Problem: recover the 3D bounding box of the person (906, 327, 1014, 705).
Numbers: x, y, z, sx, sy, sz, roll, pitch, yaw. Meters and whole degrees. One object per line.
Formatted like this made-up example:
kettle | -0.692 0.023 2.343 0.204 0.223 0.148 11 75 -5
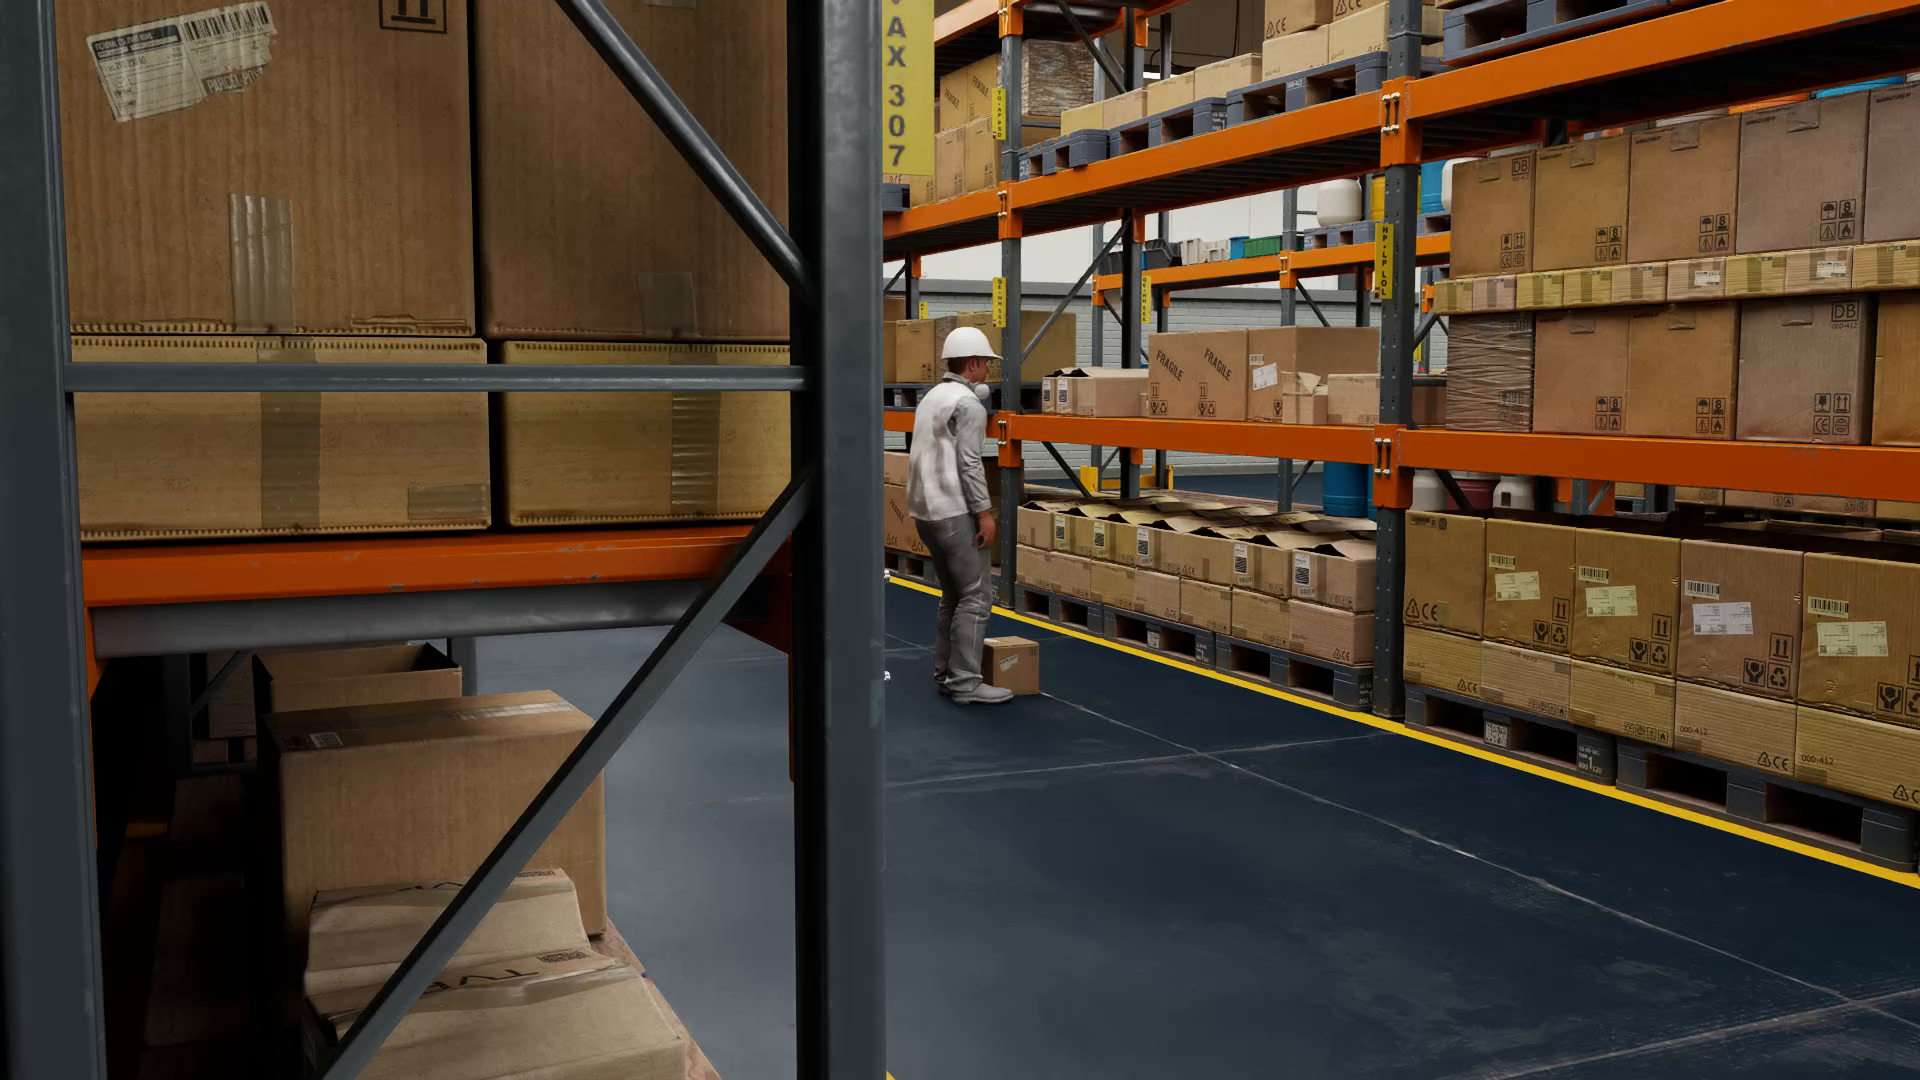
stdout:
person | -0.011 -0.127 7.959 0.463 1.772 0.581 -2 6 -23
